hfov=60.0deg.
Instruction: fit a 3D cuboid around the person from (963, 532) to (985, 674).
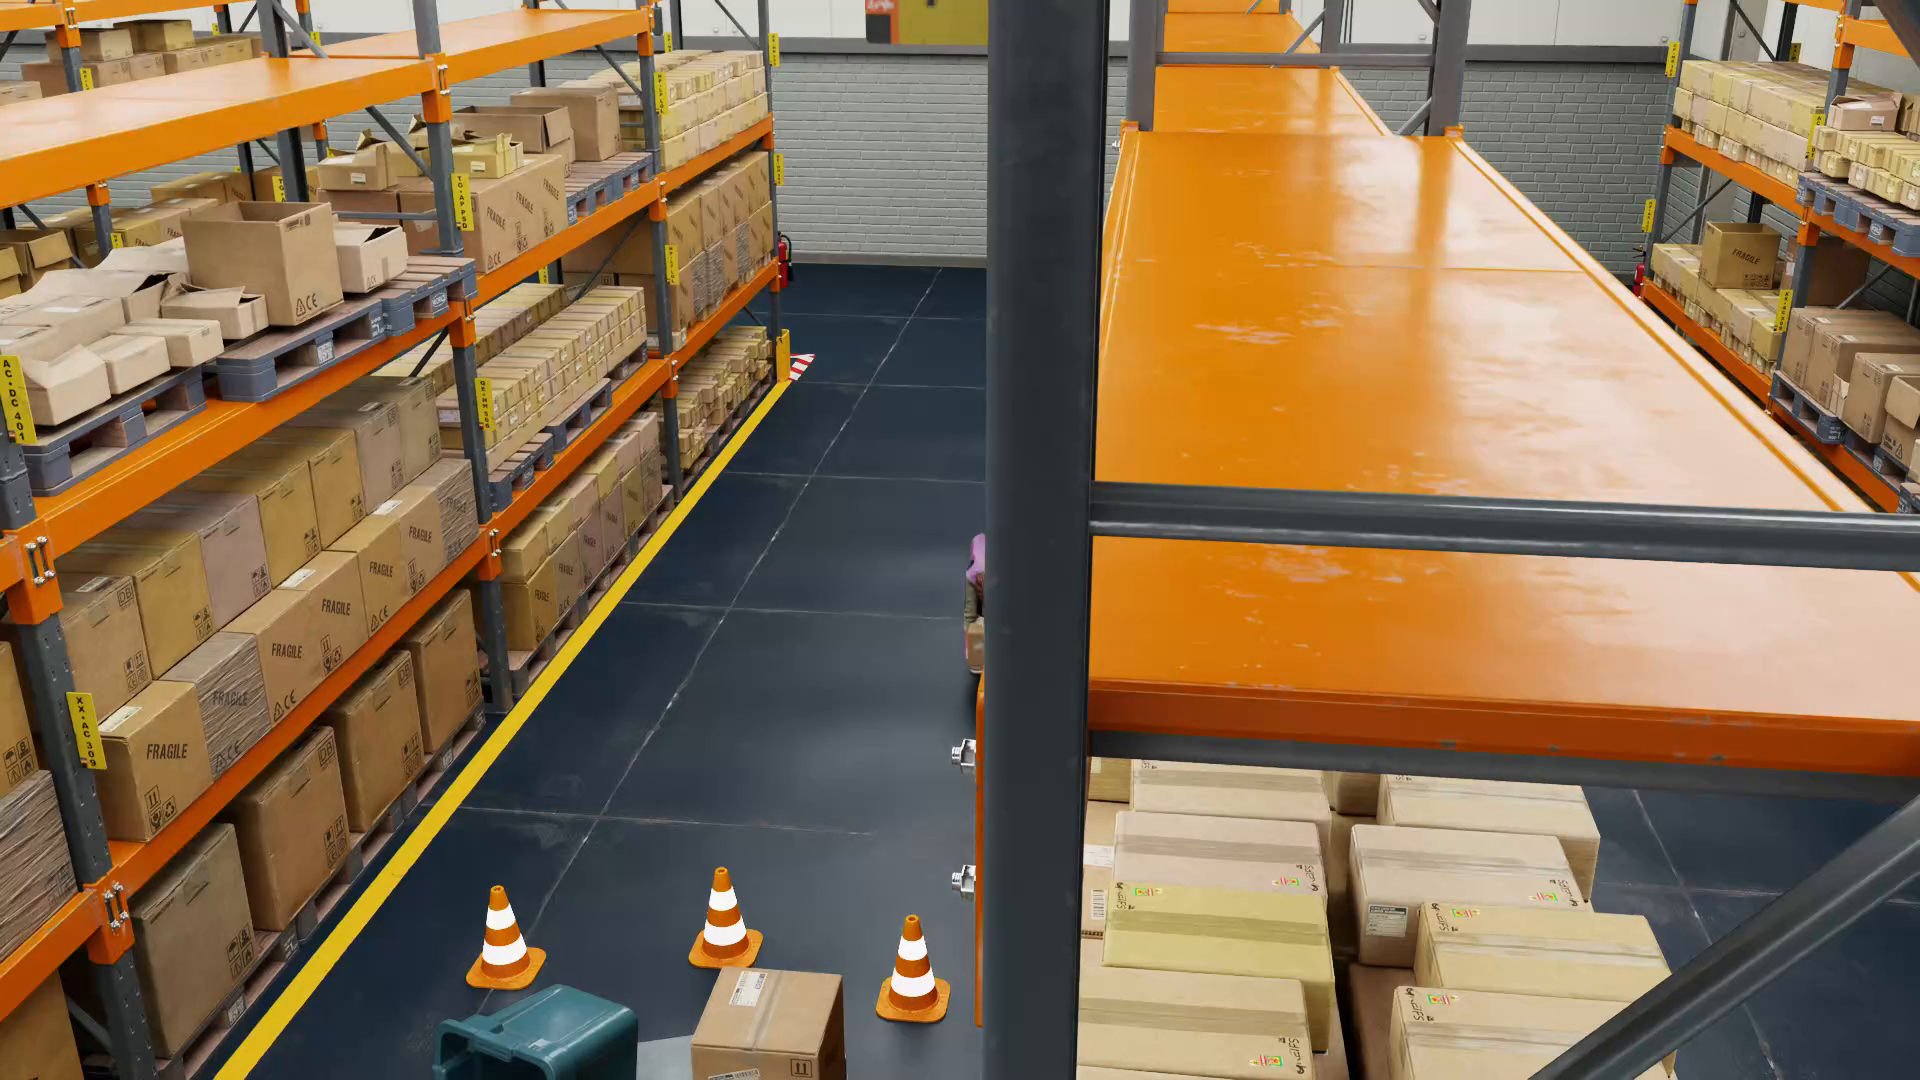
[{"bbox_3d":[0.219,0.489,11.062,0.400,0.990,0.871,2,22,4],"label":"person"}]
